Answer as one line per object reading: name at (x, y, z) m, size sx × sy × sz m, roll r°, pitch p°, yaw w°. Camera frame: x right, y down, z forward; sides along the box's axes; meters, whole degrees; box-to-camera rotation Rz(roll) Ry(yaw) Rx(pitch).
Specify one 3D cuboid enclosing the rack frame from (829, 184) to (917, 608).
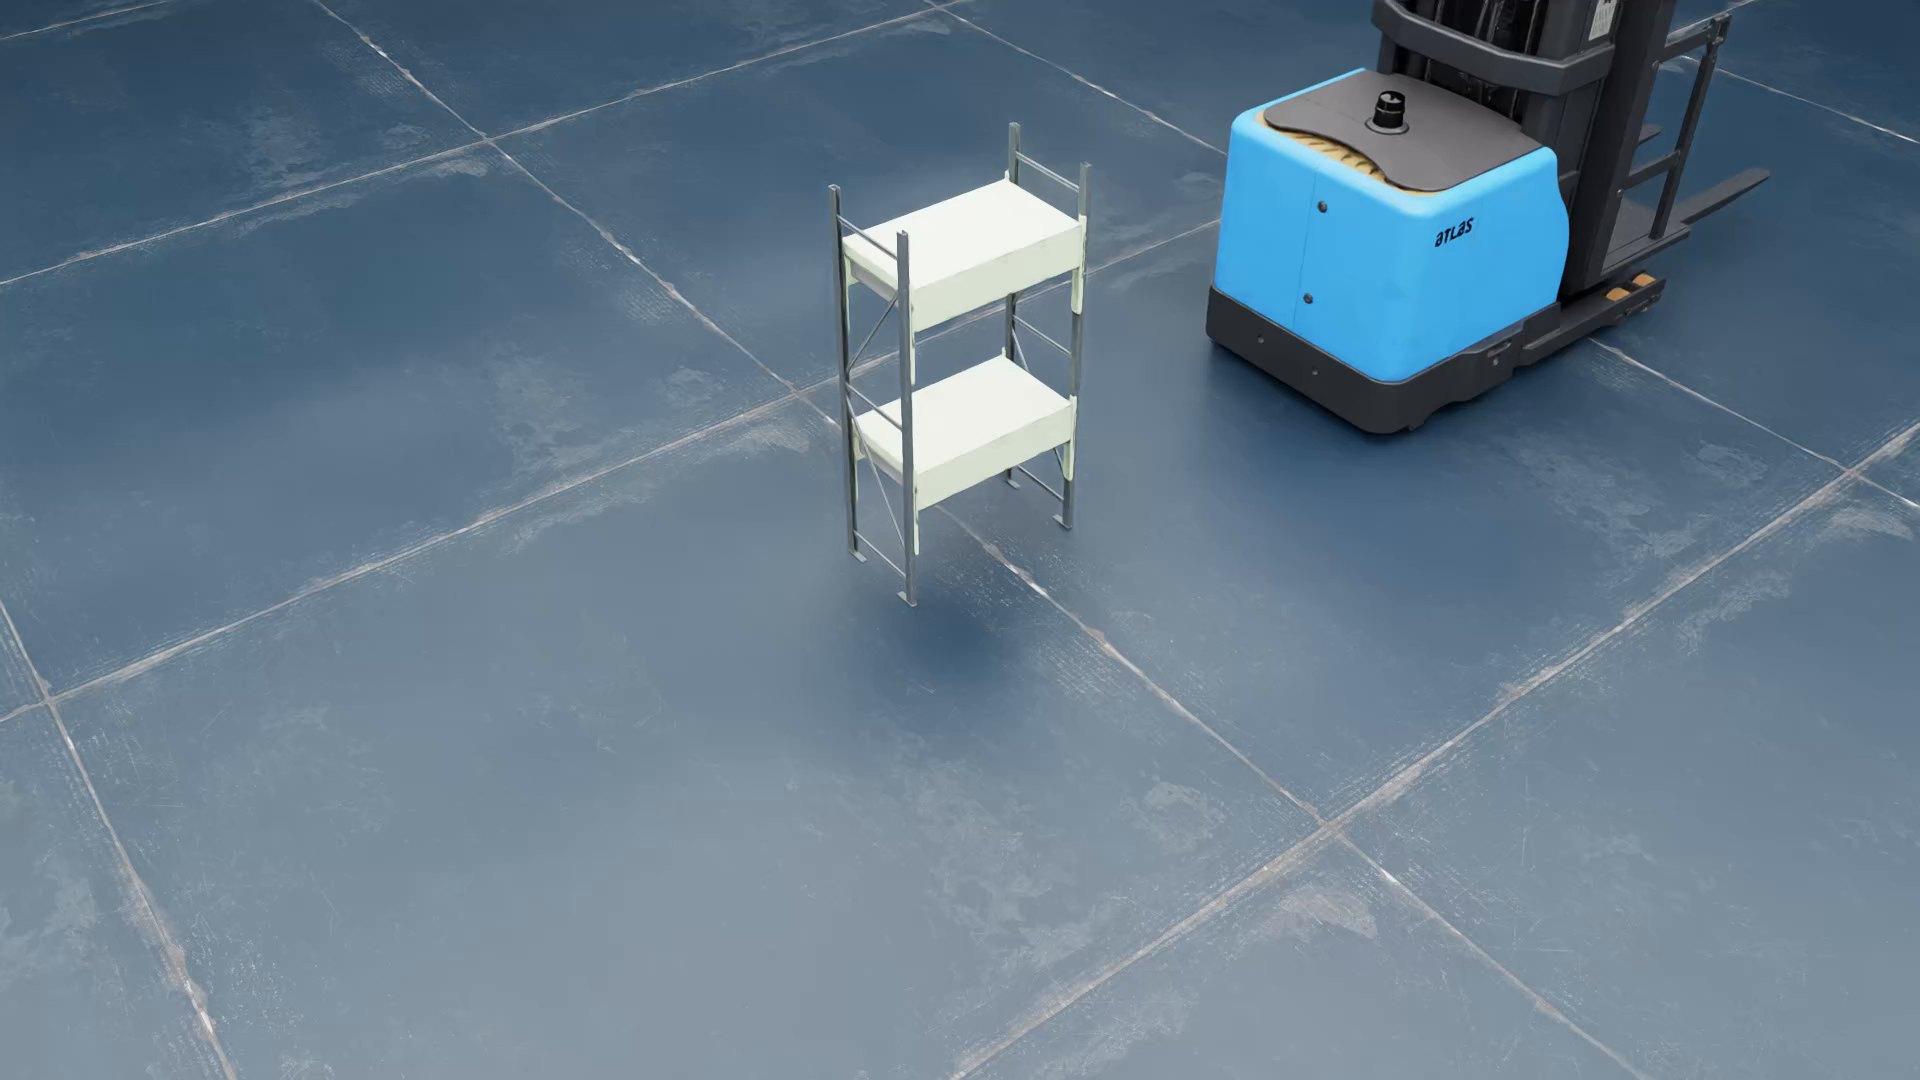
rack frame at (-0.285, -0.441, 5.605) m, size 0.023 × 1.500 × 0.400 m, roll -26°, pitch 46°, yaw -28°

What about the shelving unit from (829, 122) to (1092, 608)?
shelving unit at (0.005, -0.582, 5.777) m, size 0.755 × 1.500 × 0.431 m, roll -26°, pitch 46°, yaw -28°

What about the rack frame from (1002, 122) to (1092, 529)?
rack frame at (0.295, -0.724, 5.950) m, size 0.023 × 1.500 × 0.400 m, roll -26°, pitch 46°, yaw -28°

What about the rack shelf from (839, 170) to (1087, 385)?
rack shelf at (0.005, -0.884, 5.530) m, size 0.720 × 0.370 × 0.431 m, roll -26°, pitch 46°, yaw -28°

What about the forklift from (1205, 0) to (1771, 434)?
forklift at (2.544, -2.326, 6.775) m, size 3.031 × 2.935 × 1.130 m, roll -26°, pitch 46°, yaw -28°

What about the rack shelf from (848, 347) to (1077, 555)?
rack shelf at (0.005, -0.330, 5.984) m, size 0.720 × 0.370 × 0.431 m, roll -26°, pitch 46°, yaw -28°
